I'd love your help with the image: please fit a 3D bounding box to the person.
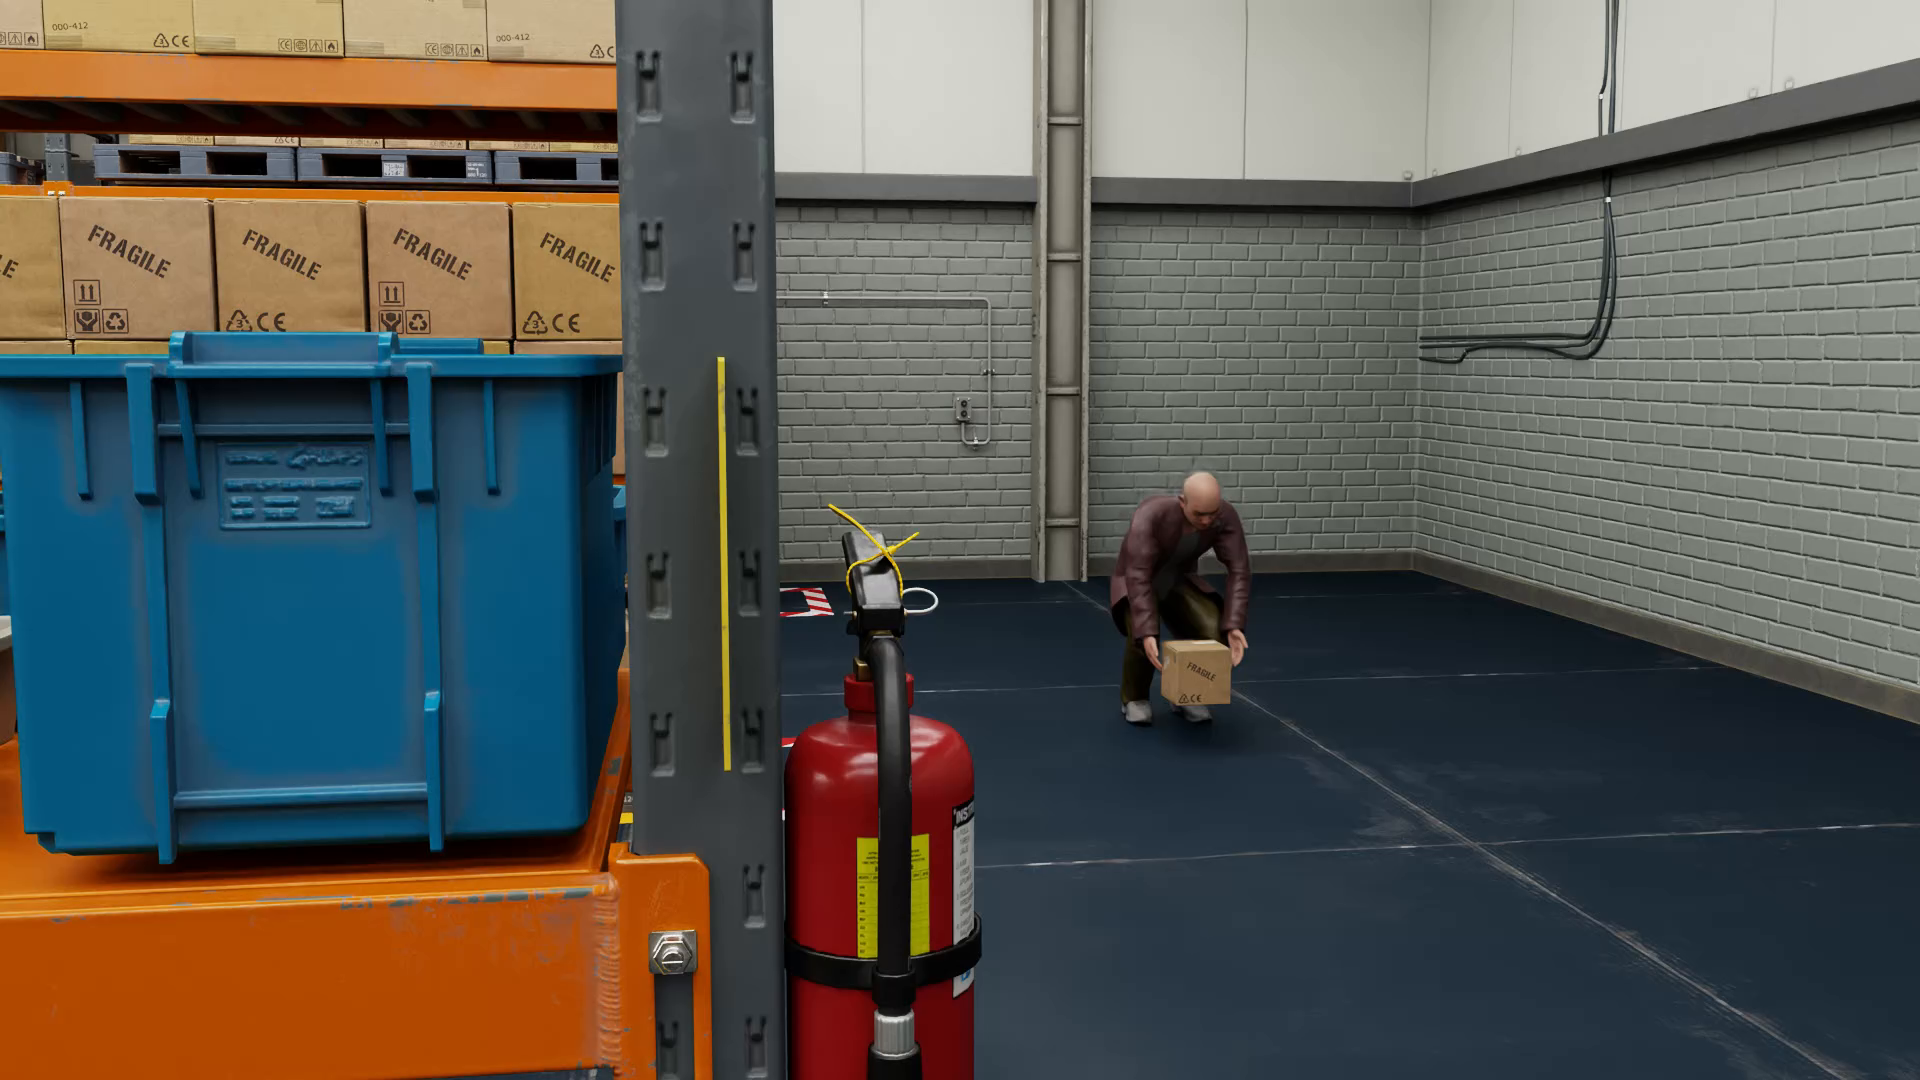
[{"bbox_3d":[1.030,0.272,7.918,0.629,1.207,0.809,-1,6,-9],"label":"person"}]
